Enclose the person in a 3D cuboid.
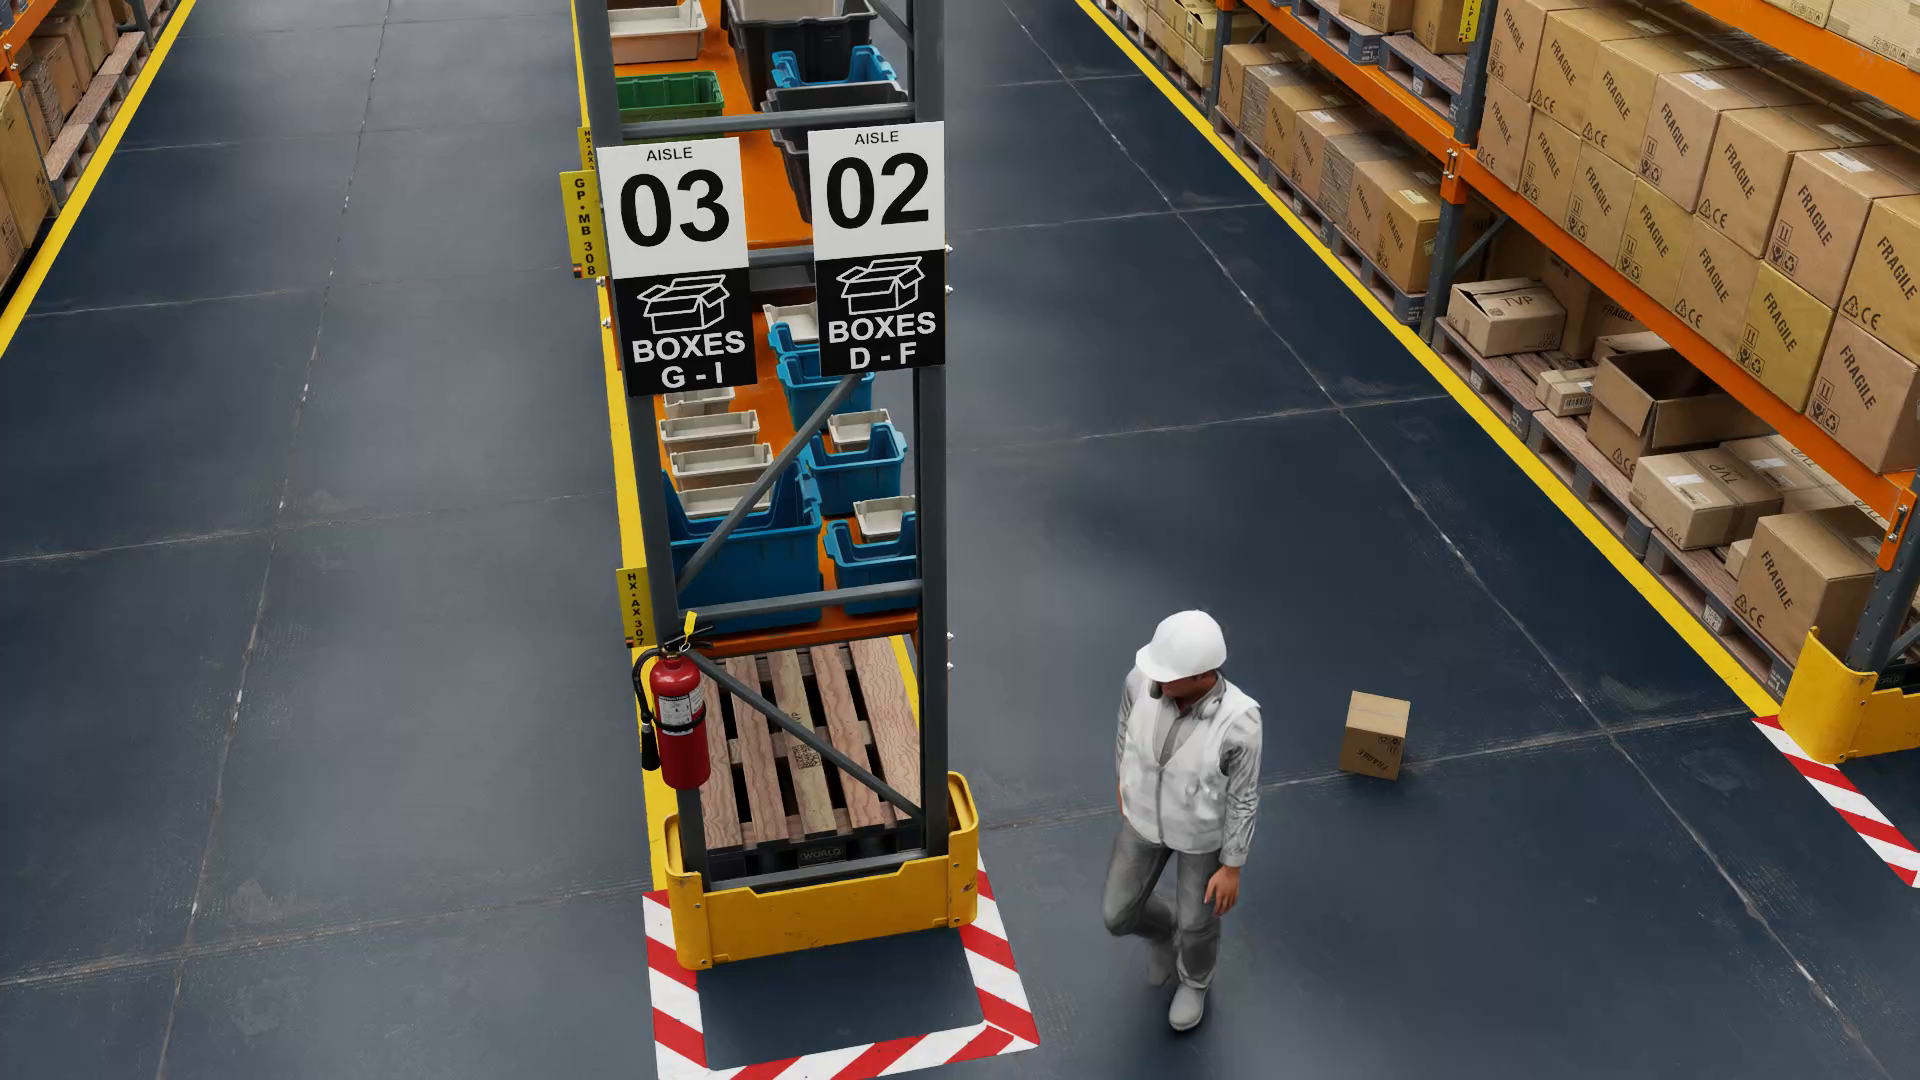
[{"bbox_3d":[0.747,0.961,5.682,0.578,1.781,0.457,19,38,26],"label":"person"}]
